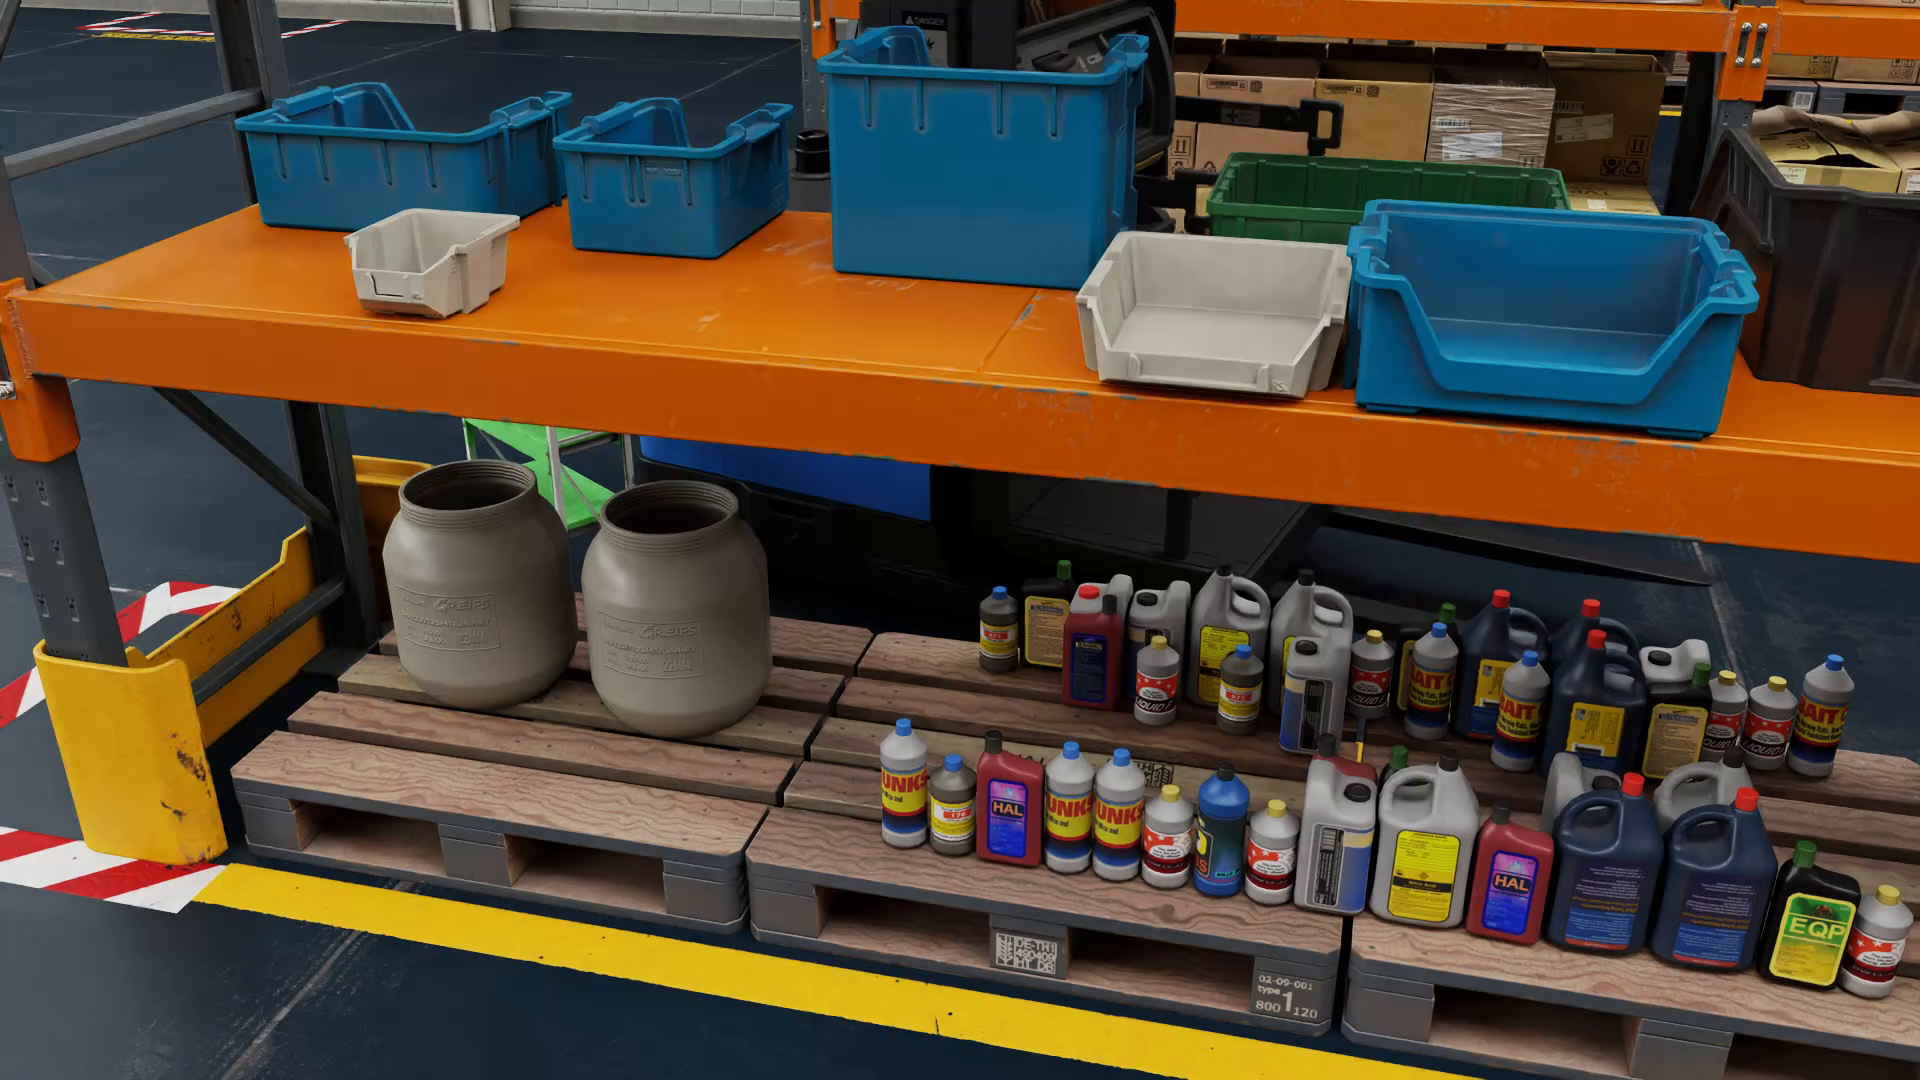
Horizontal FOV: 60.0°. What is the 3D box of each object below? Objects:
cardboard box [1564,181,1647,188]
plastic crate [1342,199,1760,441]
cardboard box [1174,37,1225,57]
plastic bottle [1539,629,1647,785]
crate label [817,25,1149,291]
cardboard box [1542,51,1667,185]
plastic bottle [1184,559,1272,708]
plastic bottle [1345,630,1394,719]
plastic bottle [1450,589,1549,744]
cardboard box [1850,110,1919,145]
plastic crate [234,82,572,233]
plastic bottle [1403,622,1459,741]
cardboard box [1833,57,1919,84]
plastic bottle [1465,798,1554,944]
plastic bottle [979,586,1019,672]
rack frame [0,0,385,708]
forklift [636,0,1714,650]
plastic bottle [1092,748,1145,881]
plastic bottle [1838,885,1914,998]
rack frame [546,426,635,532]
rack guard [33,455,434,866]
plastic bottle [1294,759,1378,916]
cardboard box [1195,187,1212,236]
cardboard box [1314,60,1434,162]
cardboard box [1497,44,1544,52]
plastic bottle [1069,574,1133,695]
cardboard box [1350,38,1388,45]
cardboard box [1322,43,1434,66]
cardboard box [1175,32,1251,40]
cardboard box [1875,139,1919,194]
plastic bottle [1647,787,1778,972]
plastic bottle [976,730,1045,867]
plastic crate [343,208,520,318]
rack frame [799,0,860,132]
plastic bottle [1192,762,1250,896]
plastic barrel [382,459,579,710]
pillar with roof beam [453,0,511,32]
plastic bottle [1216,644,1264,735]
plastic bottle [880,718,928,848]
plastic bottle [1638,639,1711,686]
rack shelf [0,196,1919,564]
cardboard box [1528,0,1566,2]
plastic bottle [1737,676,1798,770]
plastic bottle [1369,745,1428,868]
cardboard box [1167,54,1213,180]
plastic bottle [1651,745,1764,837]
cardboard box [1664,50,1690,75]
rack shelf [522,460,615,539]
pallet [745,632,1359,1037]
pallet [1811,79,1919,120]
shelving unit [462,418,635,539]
[{"bbox_3d":[2.946,-1.626,7.887,0.500,0.250,0.500,6,26,13],"label":"cardboard box"},{"bbox_3d":[0.943,-0.379,2.729,0.616,0.251,0.499,6,26,13],"label":"plastic crate"},{"bbox_3d":[1.011,-2.183,8.183,0.500,0.500,0.500,6,26,13],"label":"cardboard box"},{"bbox_3d":[1.368,0.358,3.579,0.185,0.351,0.144,6,26,13],"label":"plastic bottle"},{"bbox_3d":[0.058,-0.800,3.400,0.616,0.435,0.502,6,26,13],"label":"crate label"},{"bbox_3d":[2.948,-1.969,7.734,0.500,0.500,0.500,6,26,13],"label":"cardboard box"},{"bbox_3d":[0.629,0.212,3.885,0.185,0.351,0.144,7,26,15],"label":"plastic bottle"},{"bbox_3d":[0.953,0.305,3.864,0.097,0.201,0.097,0,25,0],"label":"plastic bottle"},{"bbox_3d":[1.221,0.277,3.747,0.185,0.351,0.144,5,26,11],"label":"plastic bottle"},{"bbox_3d":[4.289,-1.727,7.445,0.500,0.311,0.500,7,26,14],"label":"cardboard box"},{"bbox_3d":[-1.232,-0.873,3.766,0.616,0.251,0.499,6,26,13],"label":"plastic crate"},{"bbox_3d":[1.069,0.313,3.765,0.097,0.271,0.097,0,25,0],"label":"plastic bottle"},{"bbox_3d":[6.264,-3.457,11.418,0.500,0.500,0.700,7,26,14],"label":"cardboard box"},{"bbox_3d":[1.033,0.618,3.111,0.133,0.283,0.061,8,27,16],"label":"plastic bottle"},{"bbox_3d":[0.096,0.210,4.063,0.097,0.201,0.097,0,25,0],"label":"plastic bottle"},{"bbox_3d":[-1.792,-0.869,3.585,0.127,3.000,1.000,6,26,13],"label":"rack frame"},{"bbox_3d":[0.556,-1.197,4.355,3.031,2.935,1.130,13,28,25],"label":"forklift"},{"bbox_3d":[0.315,0.536,3.297,0.097,0.271,0.097,0,25,0],"label":"plastic bottle"},{"bbox_3d":[1.653,0.715,3.002,0.097,0.201,0.097,0,25,0],"label":"plastic bottle"},{"bbox_3d":[-0.990,-0.280,4.442,0.240,1.200,0.015,-22,33,-38],"label":"rack frame"},{"bbox_3d":[-1.706,0.248,4.147,0.348,0.500,1.175,6,26,13],"label":"rack guard"},{"bbox_3d":[0.732,0.567,3.225,0.135,0.276,0.152,7,26,14],"label":"plastic bottle"},{"bbox_3d":[1.362,-1.567,7.763,0.500,0.250,0.500,6,26,13],"label":"cardboard box"},{"bbox_3d":[1.849,-1.858,7.501,0.500,0.500,0.500,6,26,13],"label":"cardboard box"},{"bbox_3d":[4.024,-3.529,11.958,0.250,0.166,0.380,3,26,6],"label":"cardboard box"},{"bbox_3d":[0.333,0.215,3.966,0.135,0.276,0.152,7,26,13],"label":"plastic bottle"},{"bbox_3d":[3.006,-3.656,12.244,0.250,0.149,0.380,4,26,9],"label":"cardboard box"},{"bbox_3d":[1.980,-2.076,7.959,0.500,0.500,0.500,6,26,13],"label":"cardboard box"},{"bbox_3d":[1.875,-3.805,12.369,0.500,0.311,0.500,9,27,17],"label":"cardboard box"},{"bbox_3d":[4.141,-1.500,6.969,0.500,0.311,0.500,6,26,12],"label":"cardboard box"},{"bbox_3d":[1.387,0.608,3.053,0.185,0.351,0.144,6,26,12],"label":"plastic bottle"},{"bbox_3d":[0.101,0.515,3.328,0.133,0.283,0.061,7,26,14],"label":"plastic bottle"},{"bbox_3d":[-1.005,-0.520,3.159,0.250,0.136,0.298,6,26,13],"label":"plastic crate"},{"bbox_3d":[-0.554,-2.931,7.916,0.127,3.000,1.000,6,26,13],"label":"rack frame"},{"bbox_3d":[0.512,0.557,3.252,0.097,0.271,0.097,0,25,0],"label":"plastic bottle"},{"bbox_3d":[-1.135,0.104,3.949,0.421,0.512,0.421,0,25,0],"label":"plastic barrel"},{"bbox_3d":[-5.314,-6.837,9.143,0.400,9.000,9.100,6,26,13],"label":"pillar with roof beam"},{"bbox_3d":[0.642,0.334,3.802,0.097,0.201,0.097,0,25,0],"label":"plastic bottle"},{"bbox_3d":[-0.113,0.488,3.397,0.097,0.271,0.097,0,25,0],"label":"plastic bottle"},{"bbox_3d":[1.563,0.351,3.680,0.135,0.276,0.152,7,26,15],"label":"plastic bottle"},{"bbox_3d":[0.145,-0.330,3.290,4.000,0.370,1.077,6,26,13],"label":"rack shelf"},{"bbox_3d":[2.376,-2.646,7.202,0.500,0.500,0.700,6,26,12],"label":"cardboard box"},{"bbox_3d":[1.784,0.397,3.671,0.097,0.201,0.097,0,25,0],"label":"plastic bottle"},{"bbox_3d":[0.889,0.538,3.279,0.133,0.283,0.061,6,26,13],"label":"plastic bottle"},{"bbox_3d":[0.882,-1.966,7.728,0.500,0.500,0.500,6,26,13],"label":"cardboard box"},{"bbox_3d":[1.423,0.548,3.180,0.185,0.351,0.144,6,26,13],"label":"plastic bottle"},{"bbox_3d":[5.267,-3.563,11.641,0.500,0.500,0.700,7,26,15],"label":"cardboard box"},{"bbox_3d":[-1.155,-0.083,4.735,0.258,0.148,0.480,-22,33,-38],"label":"rack shelf"},{"bbox_3d":[0.257,0.599,3.745,1.213,0.211,1.003,6,26,13],"label":"pallet"},{"bbox_3d":[6.489,-3.093,11.502,1.213,0.211,1.003,6,26,13],"label":"pallet"},{"bbox_3d":[-1.155,-0.357,4.604,0.258,1.200,0.503,-22,33,-38],"label":"shelving unit"}]
